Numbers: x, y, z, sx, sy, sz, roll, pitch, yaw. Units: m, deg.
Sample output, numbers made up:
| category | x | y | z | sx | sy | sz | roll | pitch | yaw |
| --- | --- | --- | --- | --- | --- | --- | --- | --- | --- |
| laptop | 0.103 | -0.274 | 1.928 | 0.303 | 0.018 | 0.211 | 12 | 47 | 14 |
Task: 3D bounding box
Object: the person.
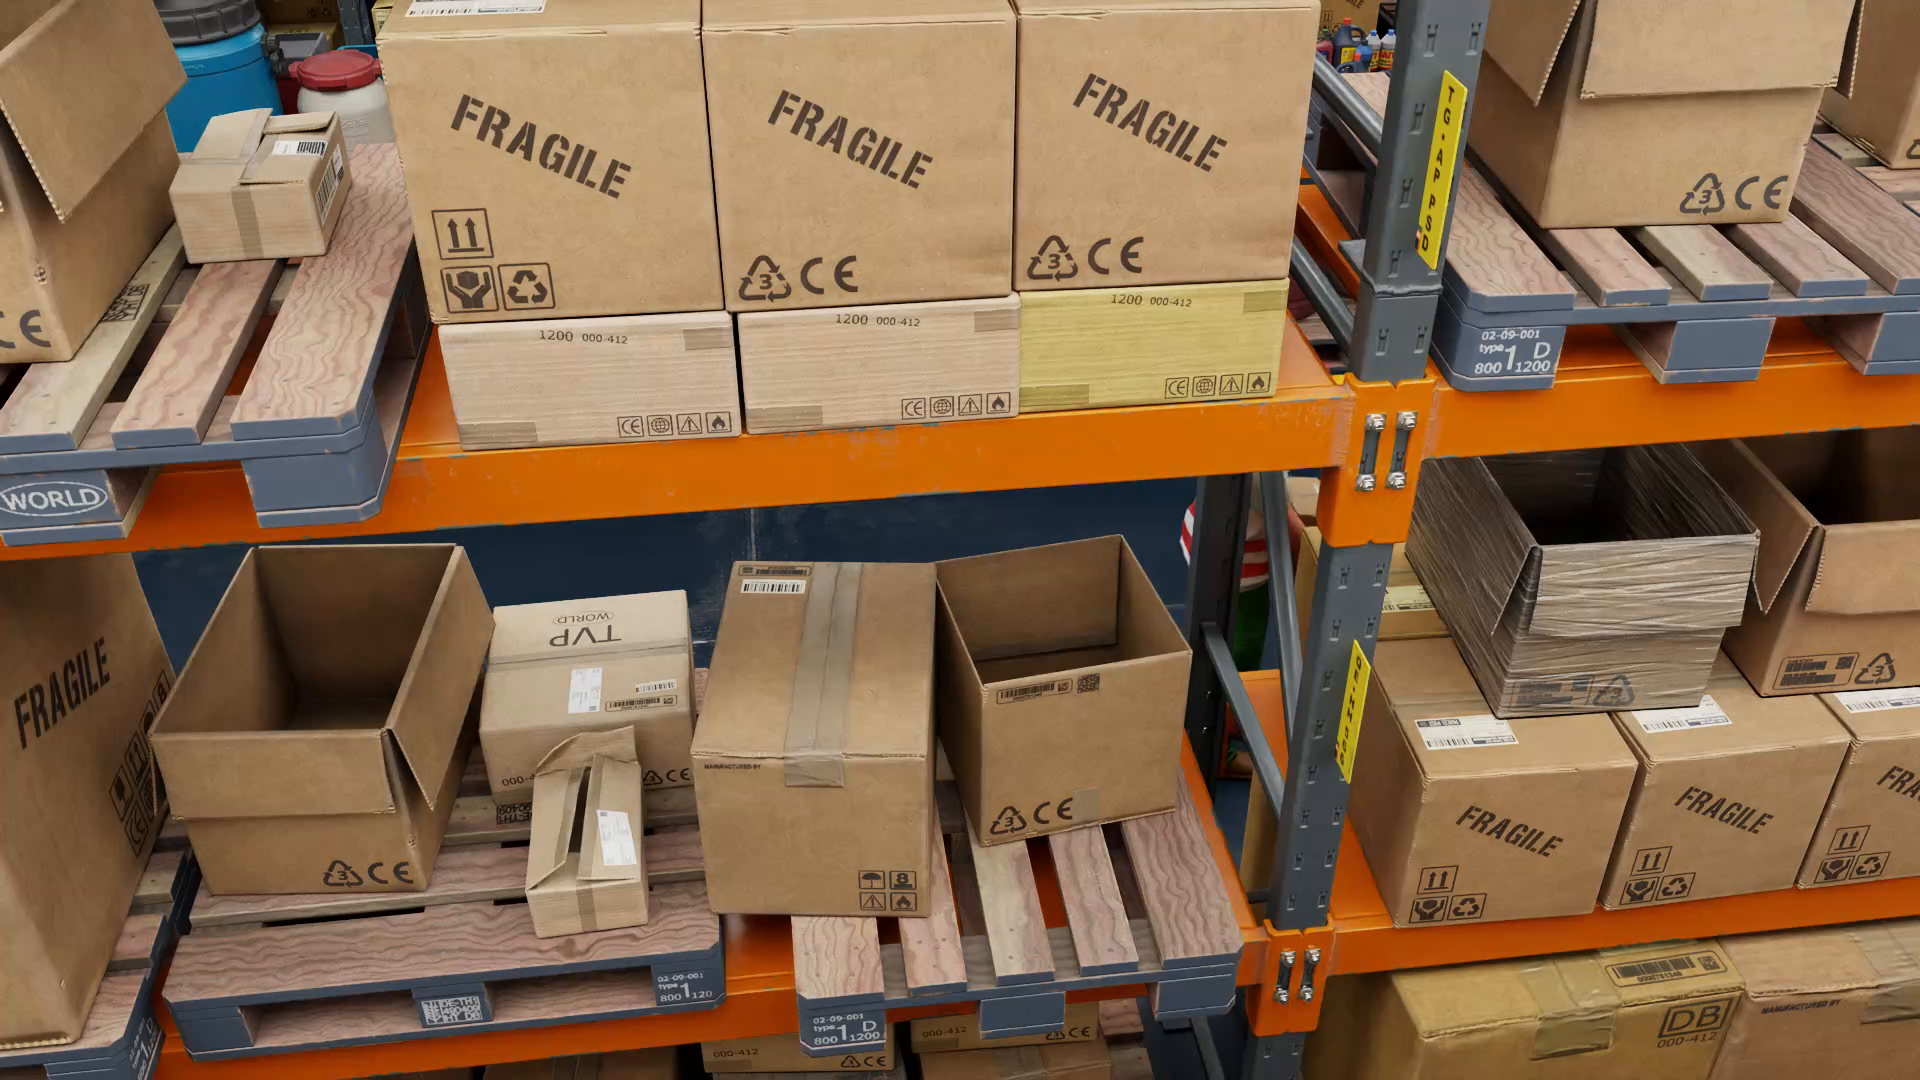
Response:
| category | x | y | z | sx | sy | sz | roll | pitch | yaw |
| --- | --- | --- | --- | --- | --- | --- | --- | --- | --- |
| person | 1.079 | 0.069 | 6.022 | 0.553 | 1.787 | 0.495 | -5 | 35 | -7 |
